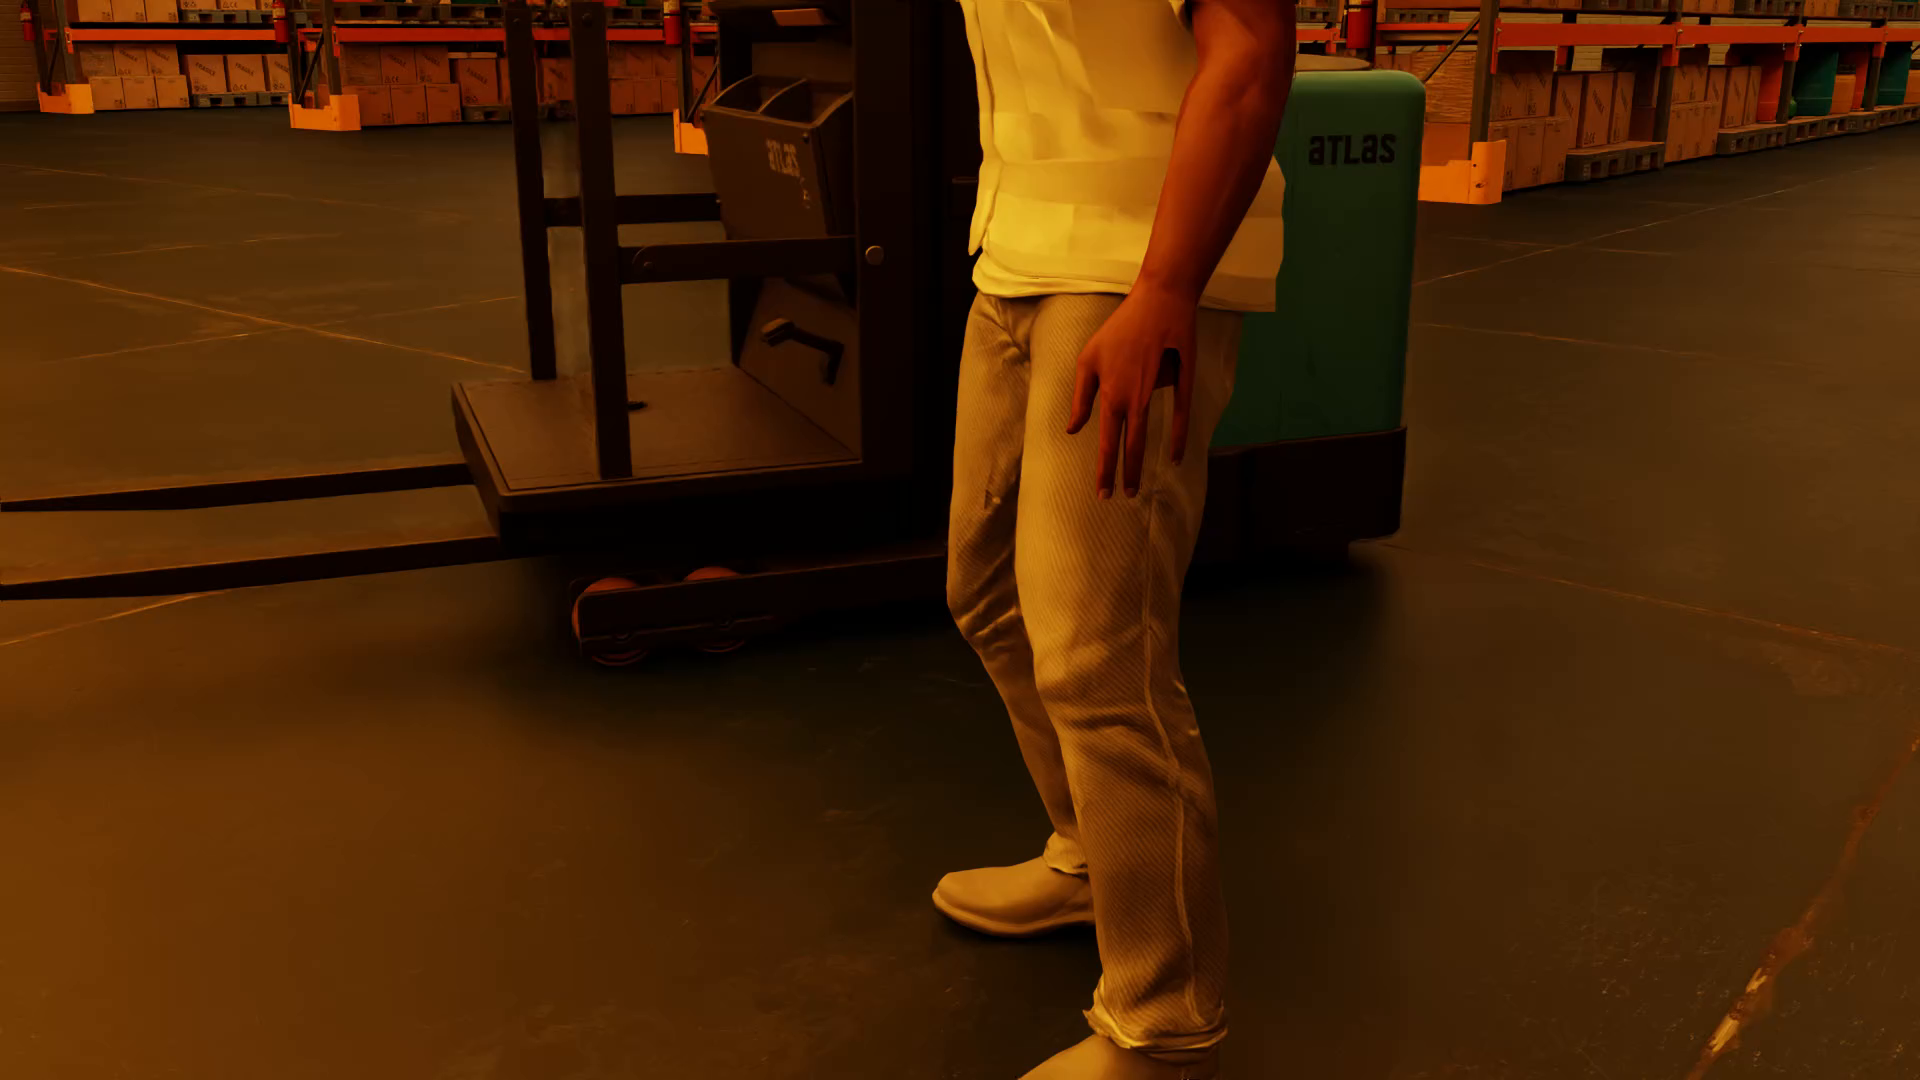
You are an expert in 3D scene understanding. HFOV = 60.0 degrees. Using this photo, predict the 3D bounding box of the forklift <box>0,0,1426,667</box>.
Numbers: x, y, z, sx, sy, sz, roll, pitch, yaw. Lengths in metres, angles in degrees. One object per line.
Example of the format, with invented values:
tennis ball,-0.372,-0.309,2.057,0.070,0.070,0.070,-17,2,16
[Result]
forklift,-0.569,-1.336,3.297,3.031,2.935,1.130,-6,18,-20

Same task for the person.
person,0.132,-0.283,1.874,0.412,1.745,0.799,-4,17,-14
